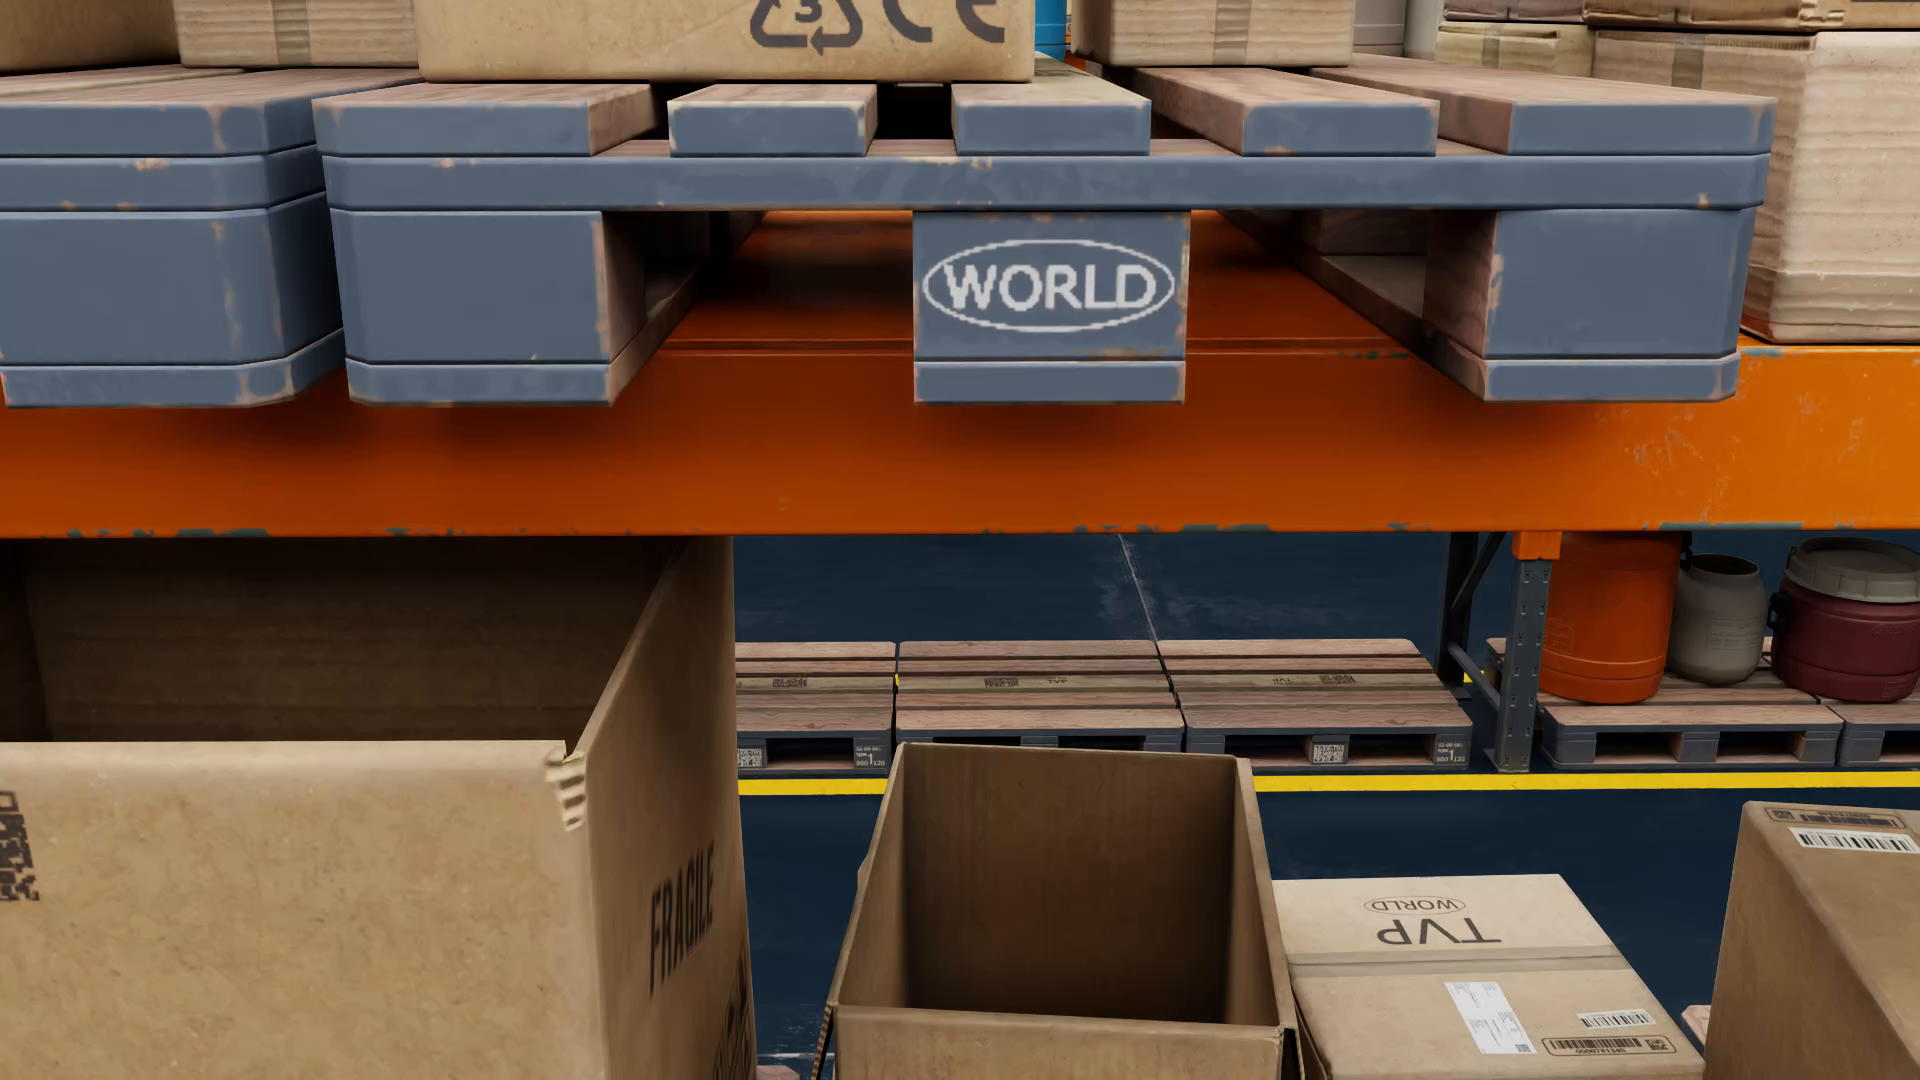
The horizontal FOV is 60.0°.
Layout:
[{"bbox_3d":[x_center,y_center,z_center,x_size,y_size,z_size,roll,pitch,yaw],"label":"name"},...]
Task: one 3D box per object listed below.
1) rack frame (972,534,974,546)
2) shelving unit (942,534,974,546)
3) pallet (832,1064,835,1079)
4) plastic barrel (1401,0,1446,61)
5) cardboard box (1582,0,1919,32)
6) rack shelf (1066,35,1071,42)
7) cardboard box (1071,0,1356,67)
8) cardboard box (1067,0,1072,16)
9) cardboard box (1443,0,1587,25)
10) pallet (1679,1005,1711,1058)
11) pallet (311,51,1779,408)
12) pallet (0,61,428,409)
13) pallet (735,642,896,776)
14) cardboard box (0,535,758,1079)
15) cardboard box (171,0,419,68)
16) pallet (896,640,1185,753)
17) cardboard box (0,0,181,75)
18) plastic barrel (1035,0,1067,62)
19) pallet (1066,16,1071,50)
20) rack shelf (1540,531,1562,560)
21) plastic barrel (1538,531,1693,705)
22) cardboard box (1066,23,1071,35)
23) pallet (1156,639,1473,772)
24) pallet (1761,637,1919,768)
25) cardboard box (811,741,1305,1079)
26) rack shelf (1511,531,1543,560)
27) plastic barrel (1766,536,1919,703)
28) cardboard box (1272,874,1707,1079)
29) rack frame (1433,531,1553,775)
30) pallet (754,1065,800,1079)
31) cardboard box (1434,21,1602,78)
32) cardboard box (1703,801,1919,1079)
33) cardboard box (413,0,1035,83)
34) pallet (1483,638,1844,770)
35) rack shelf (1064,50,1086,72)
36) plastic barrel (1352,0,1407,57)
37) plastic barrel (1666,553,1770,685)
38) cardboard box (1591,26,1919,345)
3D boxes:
[{"bbox_3d":[0.077,-0.572,9.865,0.006,1.200,0.240,0,18,-1],"label":"rack frame"},{"bbox_3d":[-0.014,-0.571,9.864,0.189,1.200,0.258,0,18,-1],"label":"shelving unit"},{"bbox_3d":[0.417,1.030,2.240,1.213,0.211,1.003,0,18,-1],"label":"pallet"},{"bbox_3d":[2.002,-2.170,6.807,0.421,0.512,0.421,0,18,0],"label":"plastic barrel"},{"bbox_3d":[0.915,-0.715,1.474,0.500,0.500,0.500,0,18,0],"label":"cardboard box"},{"bbox_3d":[0.162,-4.698,16.049,4.000,0.370,1.077,0,18,-1],"label":"rack shelf"},{"bbox_3d":[0.270,-0.621,1.856,0.250,0.166,0.380,-1,18,-2],"label":"cardboard box"},{"bbox_3d":[0.694,-3.639,11.129,0.500,0.250,0.500,-1,18,-2],"label":"cardboard box"},{"bbox_3d":[0.912,-0.868,1.949,0.500,0.500,0.500,-1,18,-2],"label":"cardboard box"},{"bbox_3d":[1.685,1.044,2.197,1.003,0.211,1.213,0,18,-1],"label":"pallet"},{"bbox_3d":[0.052,-0.379,1.716,1.003,0.211,1.213,0,18,-1],"label":"pallet"},{"bbox_3d":[-0.985,-0.373,1.698,1.003,0.211,1.213,0,18,-1],"label":"pallet"},{"bbox_3d":[-0.897,0.735,7.410,1.213,0.211,1.003,0,18,-1],"label":"pallet"},{"bbox_3d":[-0.807,0.489,1.942,1.000,1.000,1.000,0,18,0],"label":"cardboard box"},{"bbox_3d":[-0.665,-0.664,1.827,0.258,0.266,0.396,0,18,1],"label":"cardboard box"},{"bbox_3d":[0.326,0.729,7.431,1.213,0.211,1.003,0,18,-1],"label":"pallet"},{"bbox_3d":[-1.132,-0.714,1.594,0.637,0.503,0.797,-1,18,-4],"label":"cardboard box"},{"bbox_3d":[0.131,-2.319,6.634,0.708,0.901,0.600,0,18,-1],"label":"plastic barrel"},{"bbox_3d":[0.448,-3.411,11.167,1.213,0.211,1.003,1,18,2],"label":"pallet"},{"bbox_3d":[4.317,-0.263,7.135,4.000,0.370,1.077,0,18,-1],"label":"rack shelf"},{"bbox_3d":[2.807,0.230,7.286,0.708,0.830,0.600,0,18,-1],"label":"plastic barrel"},{"bbox_3d":[0.864,-5.131,16.019,0.637,0.503,0.797,2,18,7],"label":"cardboard box"},{"bbox_3d":[1.542,0.724,7.447,1.213,0.211,1.003,0,18,-1],"label":"pallet"},{"bbox_3d":[4.322,0.710,7.488,1.213,0.211,1.003,0,18,-1],"label":"pallet"},{"bbox_3d":[0.128,0.650,2.254,0.637,0.503,0.797,2,18,5],"label":"cardboard box"},{"bbox_3d":[0.318,-0.244,7.075,4.000,0.370,1.077,0,18,-1],"label":"rack shelf"},{"bbox_3d":[3.936,0.339,7.340,0.708,0.588,0.600,0,18,-1],"label":"plastic barrel"},{"bbox_3d":[0.716,0.726,2.432,0.500,0.250,0.500,-1,18,-2],"label":"cardboard box"},{"bbox_3d":[2.318,-0.596,6.995,0.127,3.000,1.000,0,18,-1],"label":"rack frame"},{"bbox_3d":[-0.837,1.068,2.122,1.213,0.211,1.003,0,18,-1],"label":"pallet"},{"bbox_3d":[0.895,-0.508,2.055,0.500,0.250,0.500,0,18,0],"label":"cardboard box"},{"bbox_3d":[1.300,0.717,2.050,0.500,0.500,0.700,2,18,7],"label":"cardboard box"},{"bbox_3d":[-0.190,-0.718,1.609,0.637,0.503,0.797,0,18,1],"label":"cardboard box"},{"bbox_3d":[3.105,0.715,7.473,1.213,0.211,1.003,0,18,-1],"label":"pallet"},{"bbox_3d":[0.243,-3.185,11.333,4.000,0.370,1.077,0,18,-1],"label":"rack shelf"},{"bbox_3d":[1.493,-2.325,6.655,0.600,0.901,0.600,0,18,0],"label":"plastic barrel"},{"bbox_3d":[3.370,0.351,7.428,0.421,0.512,0.421,0,18,0],"label":"plastic barrel"},{"bbox_3d":[0.926,-0.355,1.578,0.500,0.250,0.500,0,18,1],"label":"cardboard box"}]
